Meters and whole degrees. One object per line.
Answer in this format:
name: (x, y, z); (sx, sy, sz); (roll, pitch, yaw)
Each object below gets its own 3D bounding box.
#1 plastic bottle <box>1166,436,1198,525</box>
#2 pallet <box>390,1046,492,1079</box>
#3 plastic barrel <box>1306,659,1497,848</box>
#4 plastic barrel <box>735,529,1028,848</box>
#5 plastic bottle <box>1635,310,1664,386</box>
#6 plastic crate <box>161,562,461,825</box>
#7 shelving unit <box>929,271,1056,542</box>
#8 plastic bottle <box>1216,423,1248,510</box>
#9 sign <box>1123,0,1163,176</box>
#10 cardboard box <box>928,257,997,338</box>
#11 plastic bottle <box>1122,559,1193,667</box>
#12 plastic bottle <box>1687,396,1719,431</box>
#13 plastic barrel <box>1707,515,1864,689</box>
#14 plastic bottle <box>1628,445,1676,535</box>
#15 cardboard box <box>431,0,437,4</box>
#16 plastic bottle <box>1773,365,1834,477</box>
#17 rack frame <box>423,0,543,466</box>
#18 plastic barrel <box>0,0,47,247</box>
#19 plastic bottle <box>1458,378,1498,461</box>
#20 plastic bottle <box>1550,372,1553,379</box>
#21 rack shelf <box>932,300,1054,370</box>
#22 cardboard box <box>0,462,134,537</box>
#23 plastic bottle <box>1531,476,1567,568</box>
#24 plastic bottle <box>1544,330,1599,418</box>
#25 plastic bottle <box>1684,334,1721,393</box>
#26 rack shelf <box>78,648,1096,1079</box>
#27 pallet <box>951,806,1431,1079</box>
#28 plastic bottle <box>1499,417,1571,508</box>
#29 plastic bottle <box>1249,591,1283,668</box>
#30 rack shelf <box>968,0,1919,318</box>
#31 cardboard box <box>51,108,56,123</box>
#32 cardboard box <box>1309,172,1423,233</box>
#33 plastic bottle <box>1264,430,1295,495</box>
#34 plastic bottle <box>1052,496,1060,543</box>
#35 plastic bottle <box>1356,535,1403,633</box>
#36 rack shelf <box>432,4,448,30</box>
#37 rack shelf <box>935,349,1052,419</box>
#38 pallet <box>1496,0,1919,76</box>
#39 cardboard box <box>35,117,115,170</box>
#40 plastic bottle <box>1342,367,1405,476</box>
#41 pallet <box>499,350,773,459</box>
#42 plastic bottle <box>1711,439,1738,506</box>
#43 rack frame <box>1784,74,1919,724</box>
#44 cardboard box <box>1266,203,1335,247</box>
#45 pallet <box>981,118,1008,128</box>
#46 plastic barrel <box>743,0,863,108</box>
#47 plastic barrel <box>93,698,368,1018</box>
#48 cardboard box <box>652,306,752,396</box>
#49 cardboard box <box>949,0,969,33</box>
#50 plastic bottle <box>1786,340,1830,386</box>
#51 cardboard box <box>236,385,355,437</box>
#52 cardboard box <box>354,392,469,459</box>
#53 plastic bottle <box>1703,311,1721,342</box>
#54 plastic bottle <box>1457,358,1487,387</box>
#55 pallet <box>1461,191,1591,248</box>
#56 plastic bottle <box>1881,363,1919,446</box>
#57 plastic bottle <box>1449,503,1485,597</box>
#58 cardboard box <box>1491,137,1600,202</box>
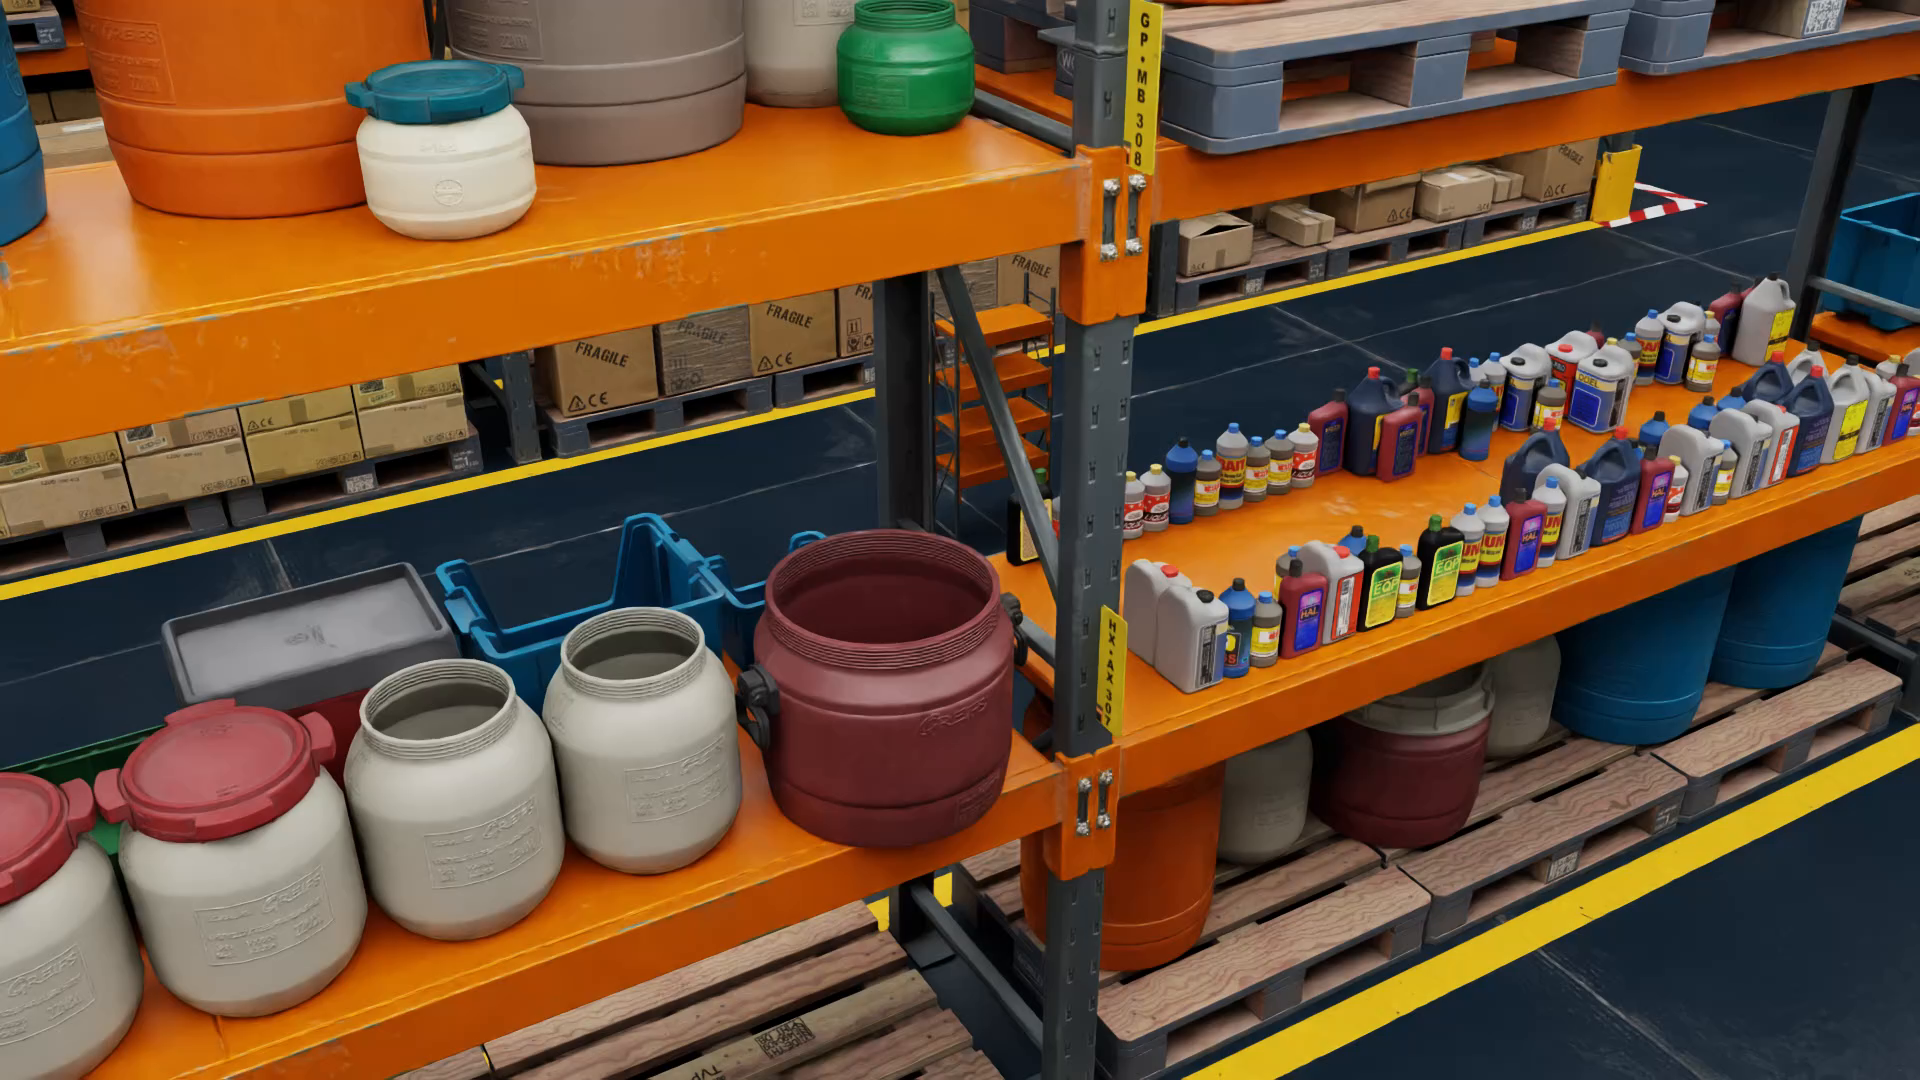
plastic bottle: (0.680, -0.190, 5.122); (0.097, 0.271, 0.097); (0, 29, 0)
pallet: (-1.667, 1.847, 4.185); (1.213, 0.211, 1.003); (-16, 33, -26)
plastic barrel: (1.458, 0.624, 5.575); (0.708, 0.588, 0.600); (-16, 33, -26)
plastic barrel: (-0.175, 0.336, 3.896); (0.708, 0.536, 0.600); (-16, 33, -26)
plastic bottle: (2.499, -0.706, 6.058); (0.097, 0.271, 0.097); (0, 29, 0)
plastic crate: (-1.477, 0.396, 3.862); (0.583, 0.464, 0.402); (-16, 33, -26)
shelving unit: (0.143, -0.566, 7.534); (0.503, 1.200, 0.258); (-16, 33, -26)
plastic bottle: (0.848, -0.237, 5.209); (0.097, 0.271, 0.097); (0, 29, 0)
sign: (0.356, -0.884, 3.252); (0.005, 0.325, 0.100); (-16, 33, -26)
cardboard box: (-0.129, -1.506, 9.506); (0.500, 0.500, 0.500); (-15, 32, -26)
plastic bottle: (0.531, 0.175, 4.456); (0.135, 0.276, 0.152); (-16, 33, -26)
plastic bottle: (2.399, -0.338, 5.390); (0.097, 0.271, 0.097); (0, 29, 0)
plastic barrel: (3.043, 0.037, 6.315); (0.708, 0.901, 0.600); (-16, 33, -26)
plastic bottle: (2.102, -0.163, 5.062); (0.133, 0.283, 0.061); (-16, 33, -26)
cardboard box: (-3.898, -4.055, 12.233); (0.250, 0.149, 0.380); (-16, 33, -27)
plastic bottle: (2.734, -0.395, 5.413); (0.185, 0.351, 0.144); (-16, 33, -26)
rack frame: (-2.435, -1.909, 8.104); (0.127, 3.000, 1.000); (-16, 33, -26)
plastic barrel: (-1.921, -0.933, 2.713); (0.708, 0.901, 0.600); (-16, 33, -26)
plastic bottle: (1.721, -0.404, 5.512); (0.097, 0.271, 0.097); (0, 29, 0)
plastic bottle: (2.016, -0.538, 5.827); (0.097, 0.201, 0.097); (0, 29, 0)
rack shelf: (0.143, -0.910, 7.344); (0.480, 0.148, 0.258); (-16, 33, -26)
cardboard box: (-4.084, -0.282, 7.567); (0.500, 0.250, 0.500); (-15, 32, -25)
plastic bottle: (1.718, -0.059, 4.886); (0.097, 0.271, 0.097); (0, 29, 0)
plastic bottle: (2.130, -0.588, 5.839); (0.135, 0.276, 0.152); (-16, 33, -26)
plastic bottle: (2.692, -0.645, 6.020); (0.097, 0.201, 0.097); (0, 29, 0)
rack shelf: (-1.653, 0.960, 3.650); (4.000, 0.370, 1.077); (-16, 33, -26)
pallet: (0.730, 1.166, 5.418); (1.213, 0.211, 1.003); (-16, 33, -26)
plastic bottle: (1.751, -0.201, 5.061); (0.185, 0.351, 0.144); (-16, 33, -26)
plastic bottle: (0.806, 0.231, 4.433); (0.097, 0.201, 0.097); (0, 29, 0)
rack shelf: (1.796, -1.332, 4.700); (4.000, 0.370, 1.077); (-16, 33, -26)
cardboard box: (-6.459, -2.661, 11.598); (0.500, 0.500, 0.700); (-16, 33, -27)
cardboard box: (2.631, -2.450, 11.213); (0.637, 0.503, 0.797); (-16, 33, -26)
plastic bottle: (1.016, -0.254, 5.312); (0.097, 0.201, 0.097); (0, 29, 0)
plastic bottle: (0.313, -0.055, 4.950); (0.097, 0.201, 0.097); (0, 29, 0)
plastic bottle: (1.146, 0.108, 4.570); (0.133, 0.283, 0.061); (-16, 33, -26)
rack shelf: (-3.223, -4.146, 12.903); (4.000, 0.370, 1.077); (-16, 33, -26)
rack shelf: (0.143, -0.703, 7.458); (0.480, 0.148, 0.258); (-16, 33, -26)
pallet: (1.918, -1.543, 4.532); (1.213, 0.211, 1.003); (-16, 33, -26)
cardboard box: (-3.873, -1.535, 7.323); (0.500, 0.500, 0.500); (-18, 34, -29)
plastic bottle: (1.348, -0.401, 5.423); (0.185, 0.351, 0.144); (-16, 33, -26)
pallet: (-1.772, -0.855, 9.081); (1.213, 0.211, 1.003); (-16, 33, -26)
plastic bottle: (2.392, -0.220, 5.249); (0.097, 0.201, 0.097); (0, 29, 0)
rack frame: (3.520, -0.823, 6.138); (0.127, 3.000, 1.000); (-16, 33, -26)
cardboard box: (2.226, -2.069, 10.871); (0.250, 0.166, 0.380); (-16, 33, -26)
pallet: (0.270, -2.654, 9.653); (1.213, 0.211, 1.003); (-16, 33, -26)
plastic barrel: (-0.351, -1.258, 3.705); (0.421, 0.512, 0.421); (0, 29, 0)
plastic barrel: (-1.435, 0.647, 3.333); (0.433, 0.535, 0.433); (0, 29, 0)
cardboard box: (-1.449, -1.130, 8.825); (0.500, 0.500, 0.500); (-17, 33, -28)
cardboard box: (-0.068, -2.898, 9.359); (0.500, 0.500, 0.700); (-11, 31, -19)
plastic bottle: (2.821, -0.501, 5.604); (0.185, 0.351, 0.144); (-16, 33, -26)
cardboard box: (-3.206, -0.774, 7.878); (0.500, 0.311, 0.500); (-16, 33, -27)
cardboard box: (-2.765, -0.658, 8.250); (0.500, 0.250, 0.500); (-15, 32, -25)
plastic bottle: (2.783, -0.756, 6.221); (0.097, 0.201, 0.097); (0, 29, 0)
plastic bottle: (1.732, -0.488, 5.664); (0.097, 0.271, 0.097); (0, 29, 0)
pallet: (3.710, -2.432, 11.938); (1.213, 0.211, 1.003); (-16, 33, -26)
plastic bottle: (3.168, -0.466, 5.610); (0.133, 0.283, 0.061); (-16, 33, -26)
plastic bottle: (1.435, 0.021, 4.740); (0.097, 0.271, 0.097); (0, 29, 0)
cardboard box: (4.119, -2.730, 11.723); (0.500, 0.500, 0.500); (-16, 33, -26)
